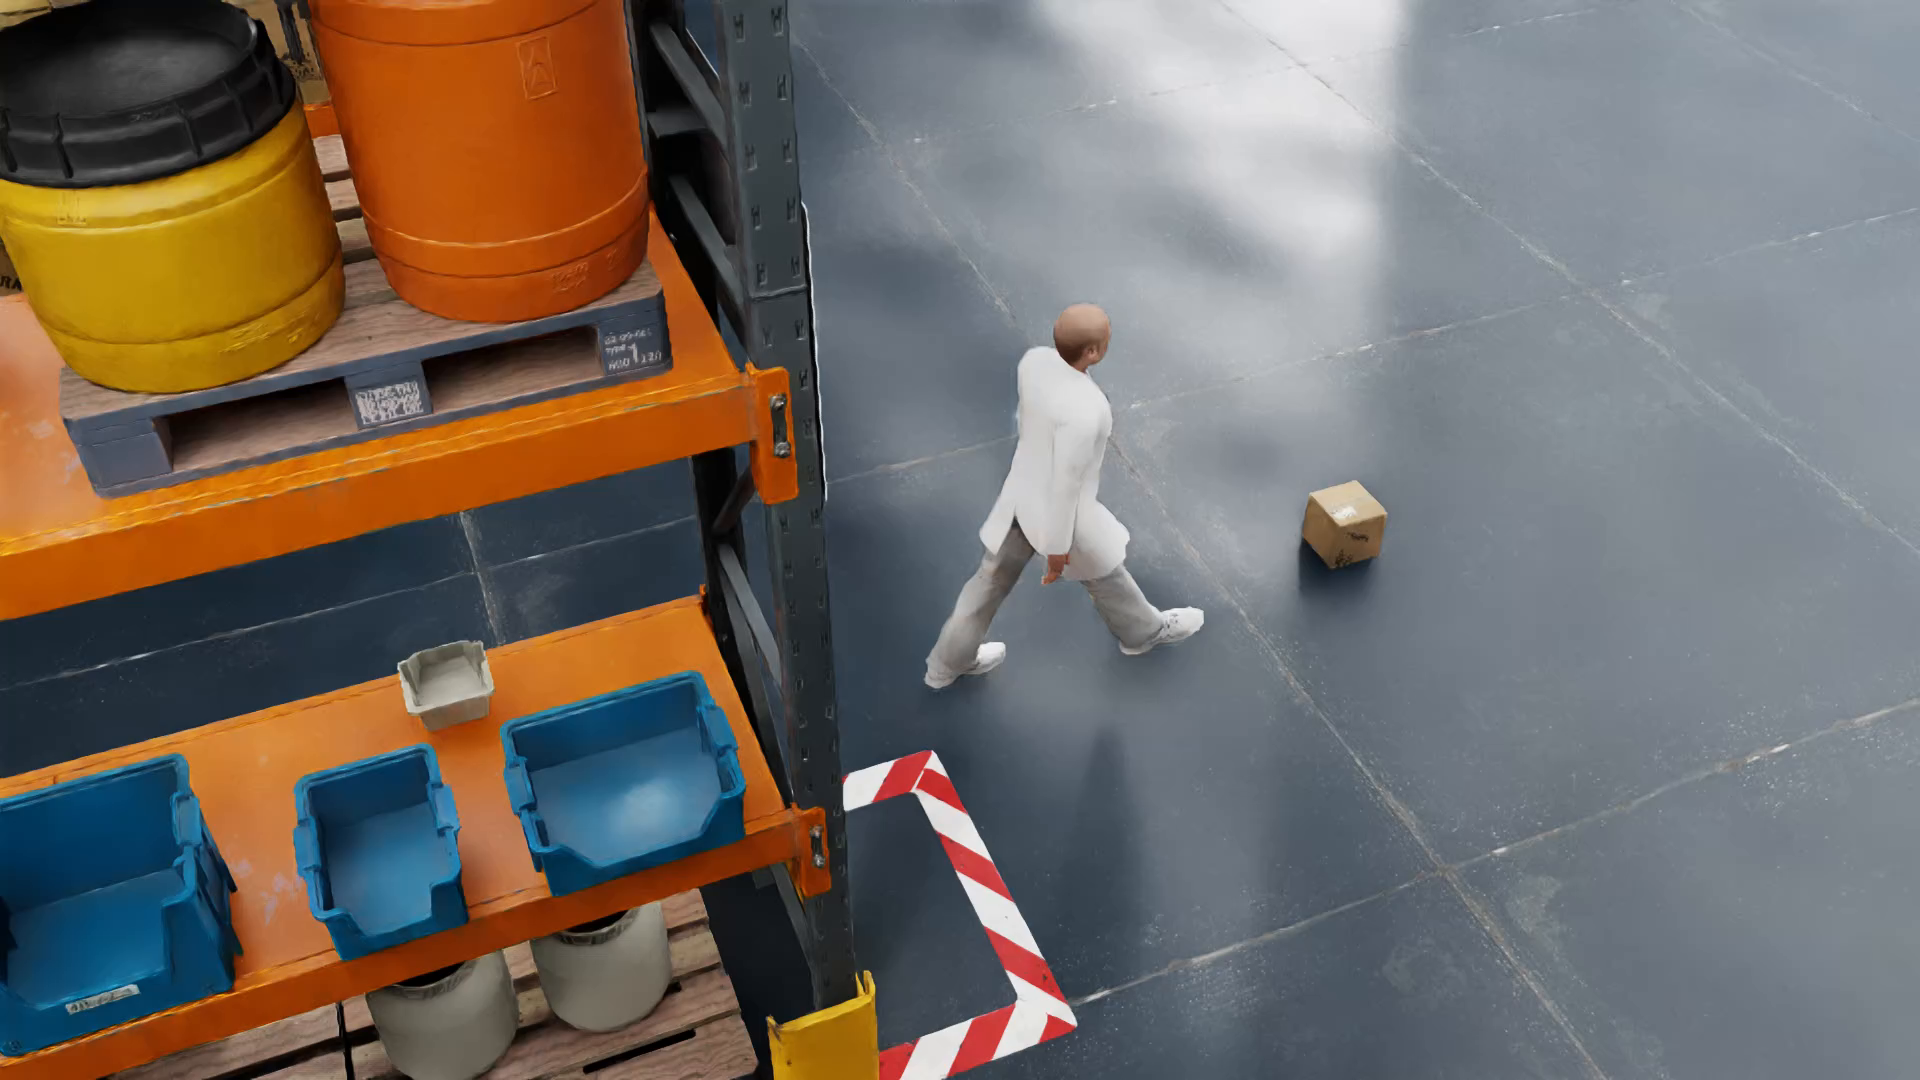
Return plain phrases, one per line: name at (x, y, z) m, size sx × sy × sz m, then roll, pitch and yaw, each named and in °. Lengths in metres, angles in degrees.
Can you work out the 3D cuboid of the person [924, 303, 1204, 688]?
person at (0.410, -0.172, 6.376) m, size 1.177 × 1.699 × 0.595 m, roll -17°, pitch 44°, yaw -18°
